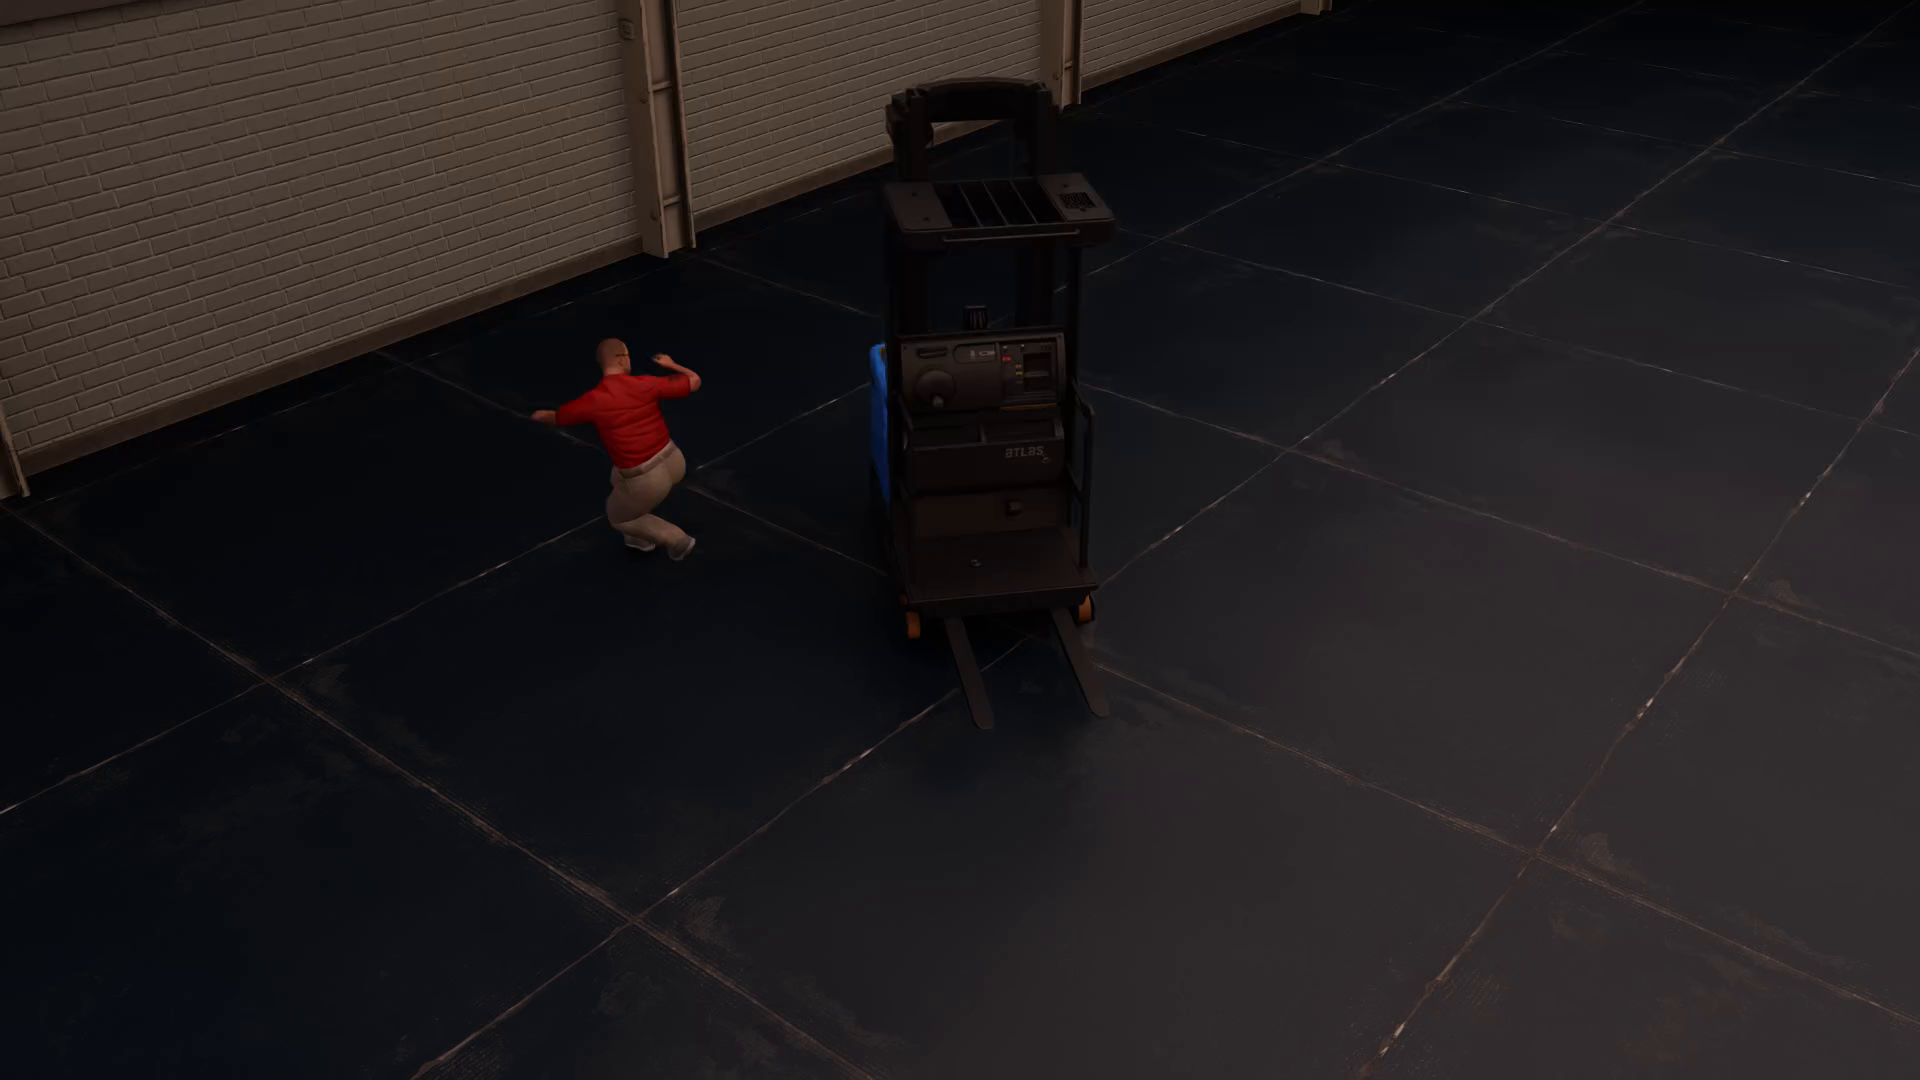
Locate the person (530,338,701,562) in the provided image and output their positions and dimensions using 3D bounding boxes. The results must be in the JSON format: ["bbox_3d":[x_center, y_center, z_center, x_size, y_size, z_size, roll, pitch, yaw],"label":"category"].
[{"bbox_3d":[-2.031,-0.574,10.068,1.100,1.470,0.807,21,36,31],"label":"person"}]

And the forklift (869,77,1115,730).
[{"bbox_3d":[0.172,-0.895,9.126,1.130,2.935,3.031,-5,31,-9],"label":"forklift"}]
